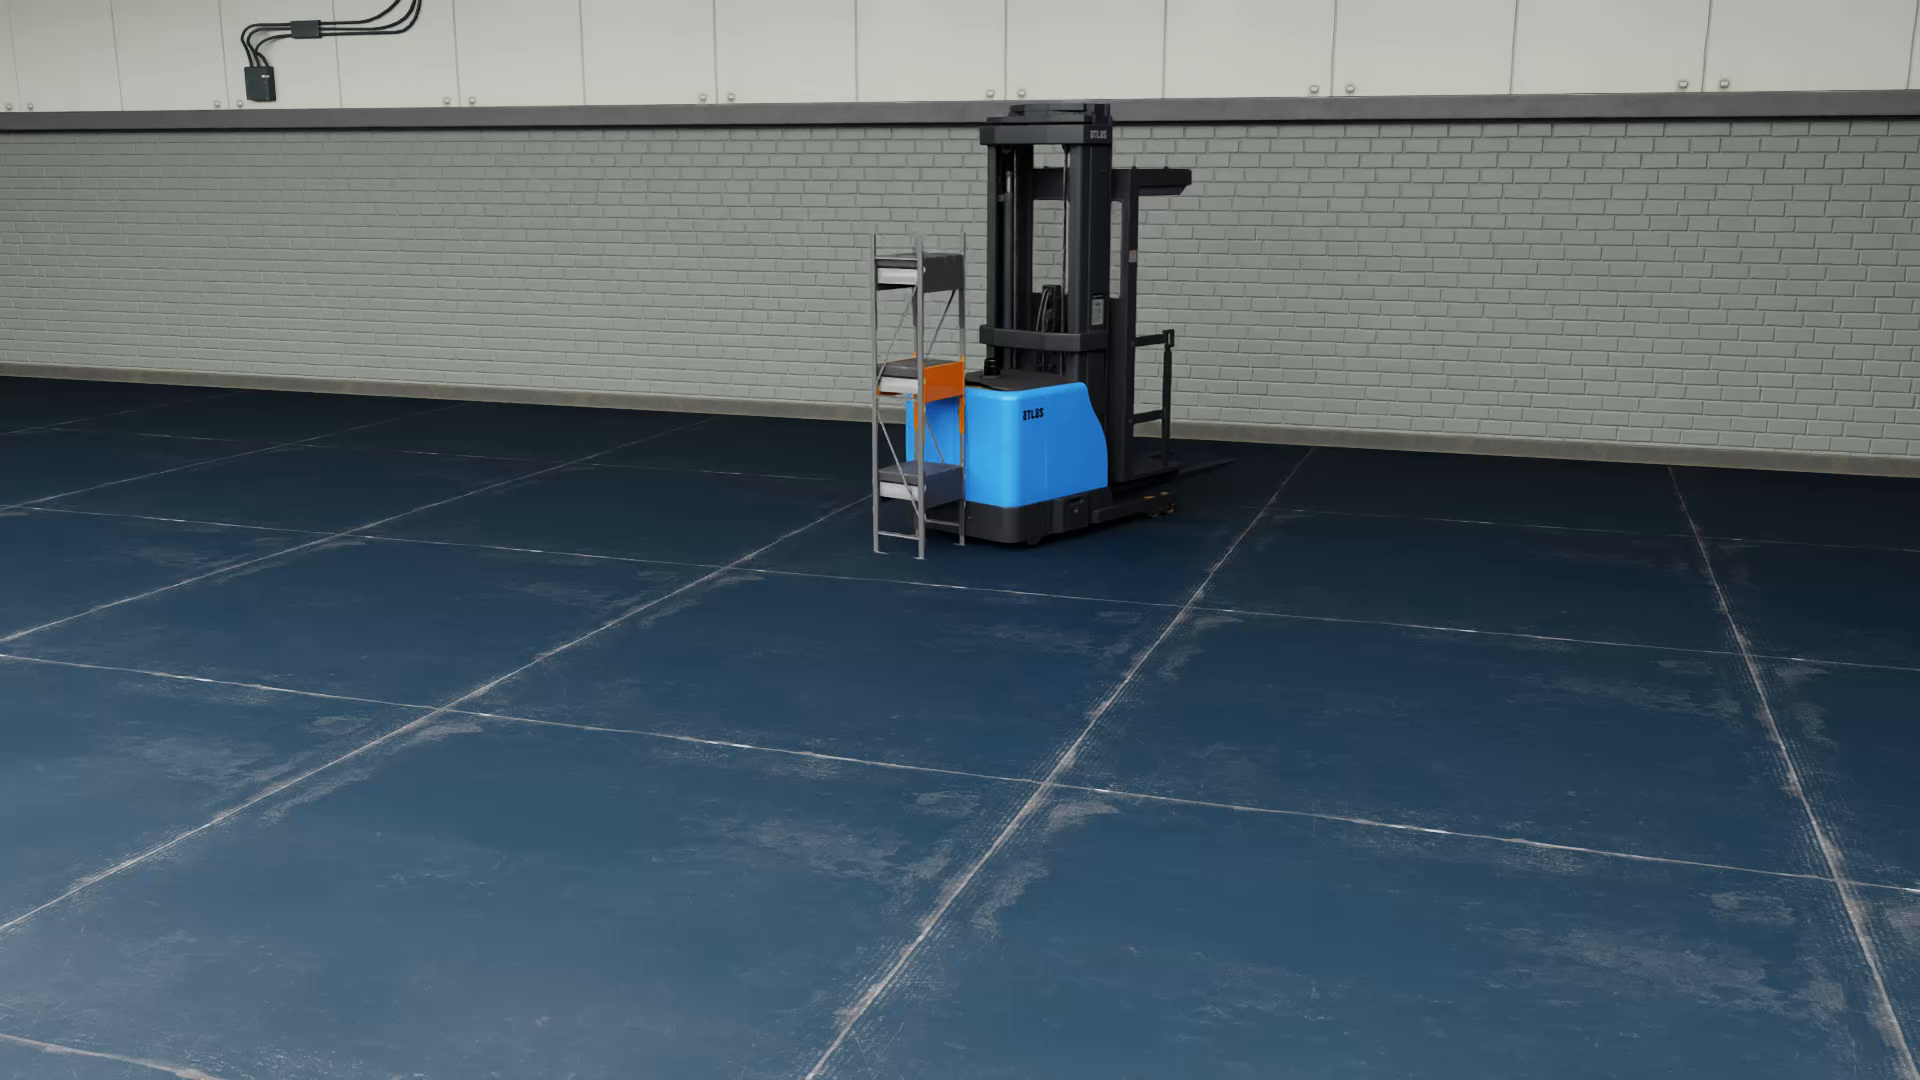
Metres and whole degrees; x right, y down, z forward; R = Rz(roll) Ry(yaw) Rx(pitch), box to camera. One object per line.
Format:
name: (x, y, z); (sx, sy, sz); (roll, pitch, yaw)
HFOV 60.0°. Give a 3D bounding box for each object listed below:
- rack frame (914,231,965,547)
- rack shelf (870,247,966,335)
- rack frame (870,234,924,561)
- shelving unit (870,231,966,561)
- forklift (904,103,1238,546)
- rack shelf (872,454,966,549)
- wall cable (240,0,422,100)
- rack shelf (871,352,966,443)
rack frame: (-0.137, -1.004, 11.169); (0.400, 2.100, 0.015); (8, 15, 32)
rack shelf: (-0.271, -1.628, 10.818); (0.431, 0.518, 0.480); (8, 15, 32)
rack frame: (-0.405, -0.914, 10.772); (0.400, 2.100, 0.015); (8, 15, 32)
shelving unit: (-0.271, -0.959, 10.970); (0.431, 2.100, 0.503); (8, 15, 32)
forklift: (0.968, -1.656, 12.156); (1.130, 2.935, 3.031); (11, 17, 41)
rack shelf: (-0.271, -0.263, 11.129); (0.431, 0.518, 0.480); (8, 15, 32)
wall cable: (-6.690, -7.657, 17.170); (2.305, 6.003, 0.169); (4, 14, 18)
rack shelf: (-0.271, -0.946, 10.973); (0.431, 0.518, 0.480); (8, 15, 32)
